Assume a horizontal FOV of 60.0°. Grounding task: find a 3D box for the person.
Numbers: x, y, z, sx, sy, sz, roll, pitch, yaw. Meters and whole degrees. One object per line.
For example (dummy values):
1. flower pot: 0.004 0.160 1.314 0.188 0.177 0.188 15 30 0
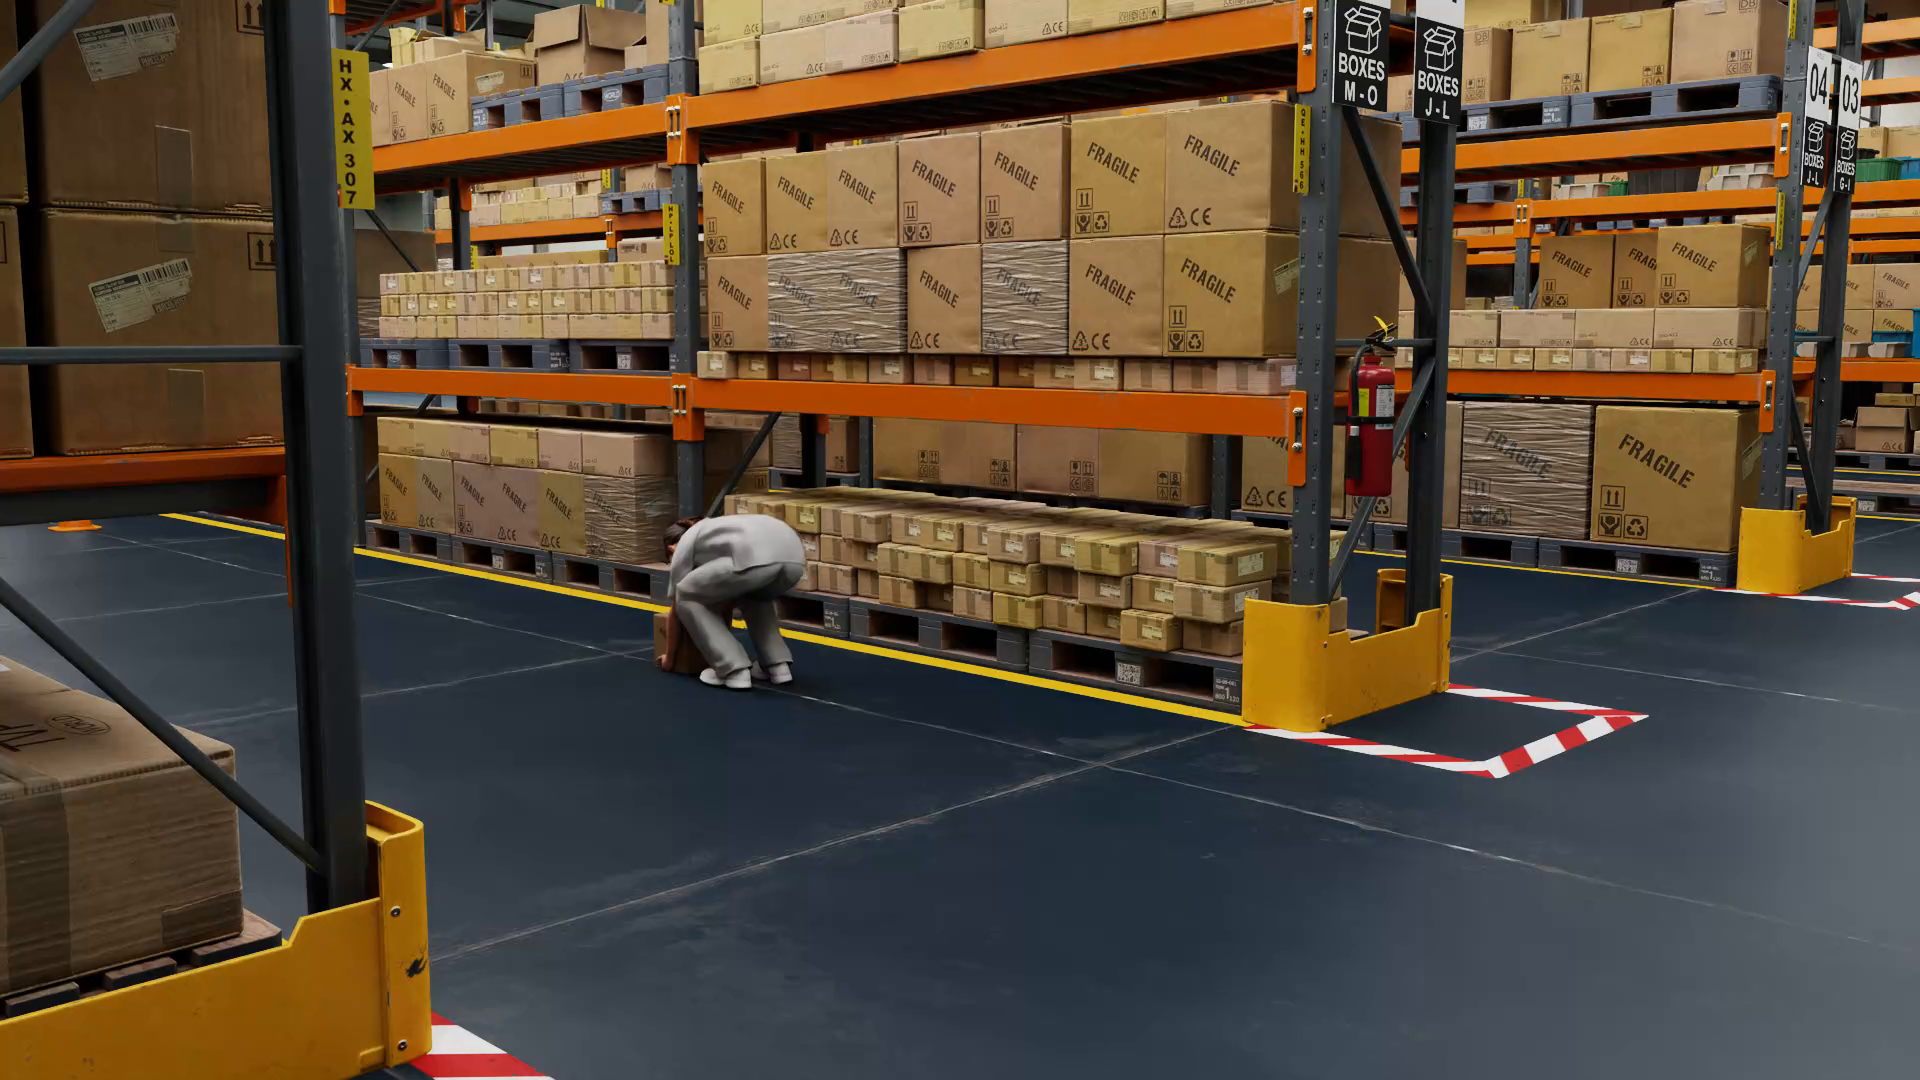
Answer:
1. person: -1.050 0.260 7.487 0.466 0.768 0.866 -6 10 -41
